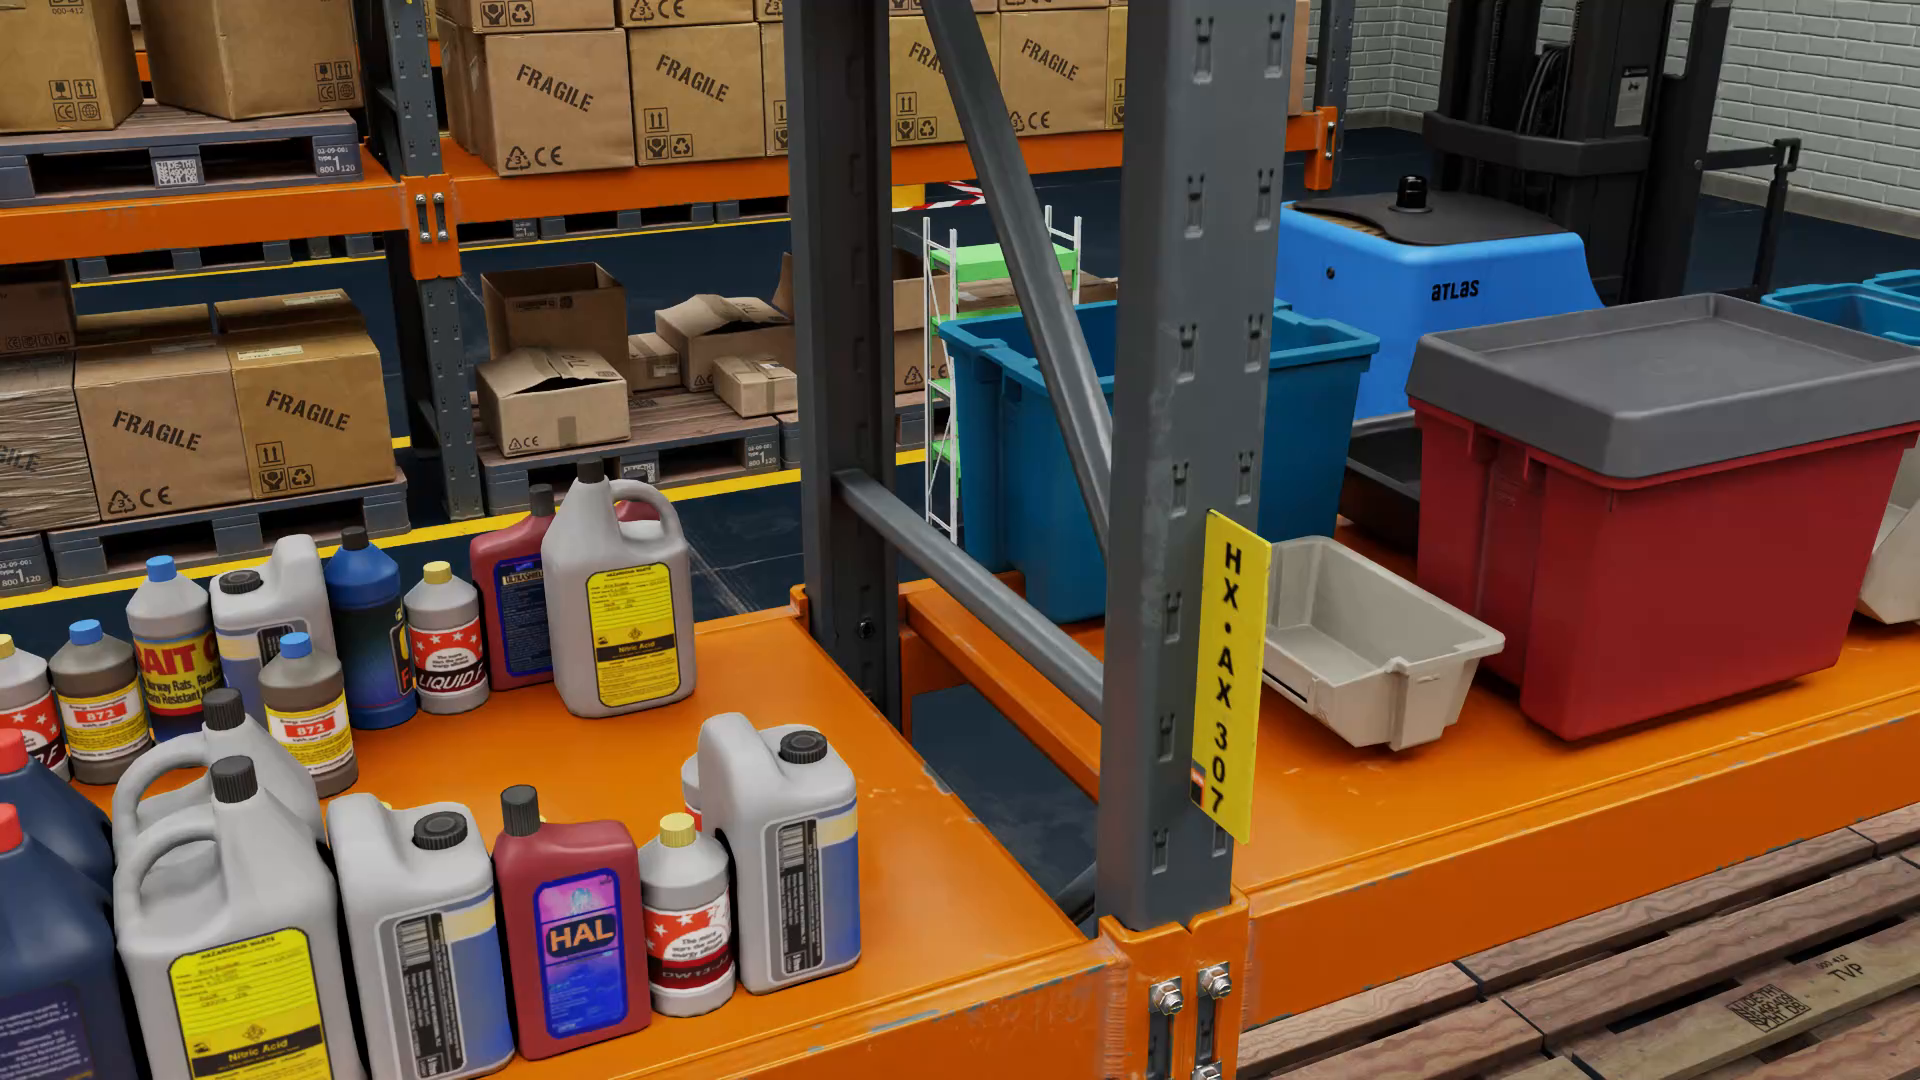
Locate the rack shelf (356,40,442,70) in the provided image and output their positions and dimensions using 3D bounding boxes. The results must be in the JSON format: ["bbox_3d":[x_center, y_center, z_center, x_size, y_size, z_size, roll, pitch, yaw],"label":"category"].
[{"bbox_3d":[-2.468,-3.338,11.334,4.000,0.370,1.077,-10,25,-24],"label":"rack shelf"}]

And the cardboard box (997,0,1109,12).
[{"bbox_3d":[0.284,-2.464,6.842,0.500,0.500,0.500,-10,24,-22],"label":"cardboard box"}]

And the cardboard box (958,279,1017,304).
[{"bbox_3d":[-0.028,-1.071,7.934,0.500,0.250,0.500,-10,25,-24],"label":"cardboard box"}]

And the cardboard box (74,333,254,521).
[{"bbox_3d":[-2.888,-0.421,6.038,0.500,0.500,0.500,-10,25,-23],"label":"cardboard box"}]

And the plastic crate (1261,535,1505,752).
[{"bbox_3d":[0.508,0.141,2.253,0.243,0.136,0.396,-10,25,-24],"label":"plastic crate"}]

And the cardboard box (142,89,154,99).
[{"bbox_3d":[-4.799,-2.387,10.357,0.750,0.750,0.750,-10,25,-23],"label":"cardboard box"}]

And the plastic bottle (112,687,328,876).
[{"bbox_3d":[-0.722,0.313,1.635,0.185,0.351,0.144,-10,25,-24],"label":"plastic bottle"}]

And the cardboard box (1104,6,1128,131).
[{"bbox_3d":[0.735,-2.087,7.239,0.500,0.500,0.500,-10,25,-23],"label":"cardboard box"}]

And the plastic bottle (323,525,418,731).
[{"bbox_3d":[-0.793,0.112,2.226,0.097,0.271,0.097,0,22,0],"label":"plastic bottle"}]

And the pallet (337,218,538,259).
[{"bbox_3d":[-3.551,-2.150,11.168,1.213,0.211,1.003,-10,25,-24],"label":"pallet"}]

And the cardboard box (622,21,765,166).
[{"bbox_3d":[-1.081,-1.755,6.438,0.500,0.500,0.500,-10,24,-23],"label":"cardboard box"}]

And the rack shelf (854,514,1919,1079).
[{"bbox_3d":[1.829,0.076,3.086,4.000,0.370,1.077,-10,25,-24],"label":"rack shelf"}]

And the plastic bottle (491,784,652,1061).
[{"bbox_3d":[-0.377,0.360,1.611,0.133,0.283,0.061,-10,25,-24],"label":"plastic bottle"}]

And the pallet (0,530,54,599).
[{"bbox_3d":[-3.935,0.008,5.955,1.213,0.211,1.003,-10,25,-24],"label":"pallet"}]

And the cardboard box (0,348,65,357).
[{"bbox_3d":[-3.589,-0.512,6.258,0.500,0.500,0.500,-10,25,-23],"label":"cardboard box"}]

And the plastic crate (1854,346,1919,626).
[{"bbox_3d":[1.483,-0.088,2.616,0.530,0.282,0.437,-10,25,-24],"label":"plastic crate"}]

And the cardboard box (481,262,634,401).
[{"bbox_3d":[-1.728,-0.873,7.130,0.500,0.500,0.500,-10,25,-24],"label":"cardboard box"}]

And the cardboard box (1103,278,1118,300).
[{"bbox_3d":[0.735,-1.198,8.351,0.250,0.166,0.380,-10,25,-24],"label":"cardboard box"}]

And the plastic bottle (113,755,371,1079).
[{"bbox_3d":[-0.660,0.363,1.515,0.185,0.351,0.144,-10,25,-24],"label":"plastic bottle"}]

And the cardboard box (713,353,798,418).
[{"bbox_3d":[-0.871,-0.669,7.073,0.250,0.166,0.380,-10,25,-24],"label":"cardboard box"}]

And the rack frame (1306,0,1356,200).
[{"bbox_3d":[1.486,-2.296,7.875,0.127,3.000,1.000,-10,25,-24],"label":"rack frame"}]

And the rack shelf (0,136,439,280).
[{"bbox_3d":[-3.920,-0.968,5.608,4.000,0.370,1.077,-10,25,-24],"label":"rack shelf"}]

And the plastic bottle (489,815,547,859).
[{"bbox_3d":[-0.427,0.374,1.685,0.097,0.201,0.097,0,22,0],"label":"plastic bottle"}]

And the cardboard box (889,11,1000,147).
[{"bbox_3d":[-0.171,-1.922,6.842,0.500,0.500,0.500,-11,25,-24],"label":"cardboard box"}]

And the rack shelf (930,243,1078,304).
[{"bbox_3d":[0.149,-0.966,5.928,0.480,0.148,0.258,-10,25,-24],"label":"rack shelf"}]

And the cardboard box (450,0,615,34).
[{"bbox_3d":[-1.572,-2.122,6.016,0.500,0.500,0.500,-10,24,-22],"label":"cardboard box"}]

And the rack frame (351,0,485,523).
[{"bbox_3d":[-2.118,-1.633,6.272,0.127,3.000,1.000,-10,25,-24],"label":"rack frame"}]

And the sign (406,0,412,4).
[{"bbox_3d":[-1.874,-1.977,5.590,0.005,0.325,0.100,-10,25,-24],"label":"sign"}]

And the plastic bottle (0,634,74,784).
[{"bbox_3d":[-1.177,0.215,2.068,0.097,0.201,0.097,0,22,0],"label":"plastic bottle"}]

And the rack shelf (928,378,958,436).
[{"bbox_3d":[0.149,-0.523,6.111,0.480,0.148,0.258,-10,25,-24],"label":"rack shelf"}]

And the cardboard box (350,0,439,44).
[{"bbox_3d":[-3.774,-3.562,10.541,0.700,0.700,0.980,-10,25,-23],"label":"cardboard box"}]

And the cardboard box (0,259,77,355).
[{"bbox_3d":[-3.561,-0.865,6.131,0.500,0.250,0.500,-10,25,-24],"label":"cardboard box"}]

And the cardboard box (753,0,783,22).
[{"bbox_3d":[-0.643,-2.293,6.429,0.500,0.500,0.500,-11,25,-25],"label":"cardboard box"}]

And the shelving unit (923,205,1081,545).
[{"bbox_3d":[0.149,-0.582,6.087,0.503,1.200,0.258,-10,25,-24],"label":"shelving unit"}]

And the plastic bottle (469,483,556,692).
[{"bbox_3d":[-0.609,0.065,2.324,0.133,0.283,0.061,-10,25,-24],"label":"plastic bottle"}]

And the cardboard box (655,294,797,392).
[{"bbox_3d":[-1.052,-0.910,7.467,0.500,0.311,0.500,-10,25,-24],"label":"cardboard box"}]

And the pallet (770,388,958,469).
[{"bbox_3d":[-0.398,-0.661,7.572,1.213,0.211,1.003,-10,25,-24],"label":"pallet"}]

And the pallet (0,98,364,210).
[{"bbox_3d":[-2.885,-1.449,6.079,1.213,0.211,1.003,-10,25,-24],"label":"pallet"}]

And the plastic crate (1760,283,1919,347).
[{"bbox_3d":[1.809,-0.343,3.297,0.300,0.233,0.416,-10,25,-24],"label":"plastic crate"}]

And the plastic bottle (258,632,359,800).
[{"bbox_3d":[-0.814,0.213,2.073,0.097,0.201,0.097,0,22,0],"label":"plastic bottle"}]

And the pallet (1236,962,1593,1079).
[{"bbox_3d":[0.673,1.228,3.007,1.213,0.211,1.003,-10,25,-24],"label":"pallet"}]

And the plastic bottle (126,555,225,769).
[{"bbox_3d":[-1.002,0.151,2.133,0.097,0.271,0.097,0,22,0],"label":"plastic bottle"}]

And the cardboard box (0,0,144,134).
[{"bbox_3d":[-3.234,-1.735,5.841,0.500,0.500,0.700,-6,23,-15],"label":"cardboard box"}]

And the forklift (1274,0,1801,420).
[{"bbox_3d":[2.772,-1.786,6.731,3.031,2.935,1.130,-9,24,-22],"label":"forklift"}]

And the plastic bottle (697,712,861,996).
[{"bbox_3d":[-0.188,0.309,1.743,0.135,0.276,0.152,-10,25,-24],"label":"plastic bottle"}]

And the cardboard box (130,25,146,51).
[{"bbox_3d":[-4.922,-3.001,9.881,0.250,0.149,0.380,-10,24,-22],"label":"cardboard box"}]

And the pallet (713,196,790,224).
[{"bbox_3d":[-1.352,-2.555,12.145,1.213,0.211,1.003,-10,25,-24],"label":"pallet"}]

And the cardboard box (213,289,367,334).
[{"bbox_3d":[-2.660,-0.685,6.675,0.500,0.500,0.500,-12,25,-26],"label":"cardboard box"}]

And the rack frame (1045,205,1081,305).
[{"bbox_3d":[0.369,-0.622,6.185,0.015,1.200,0.240,-10,25,-24],"label":"rack frame"}]

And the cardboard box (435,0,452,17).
[{"bbox_3d":[-1.775,-2.314,6.480,0.500,0.500,0.500,-10,25,-23],"label":"cardboard box"}]

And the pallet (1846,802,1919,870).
[{"bbox_3d":[2.871,0.823,3.985,1.213,0.211,1.003,-10,25,-24],"label":"pallet"}]

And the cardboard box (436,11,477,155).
[{"bbox_3d":[-1.779,-1.850,6.667,0.500,0.500,0.500,-10,25,-23],"label":"cardboard box"}]
